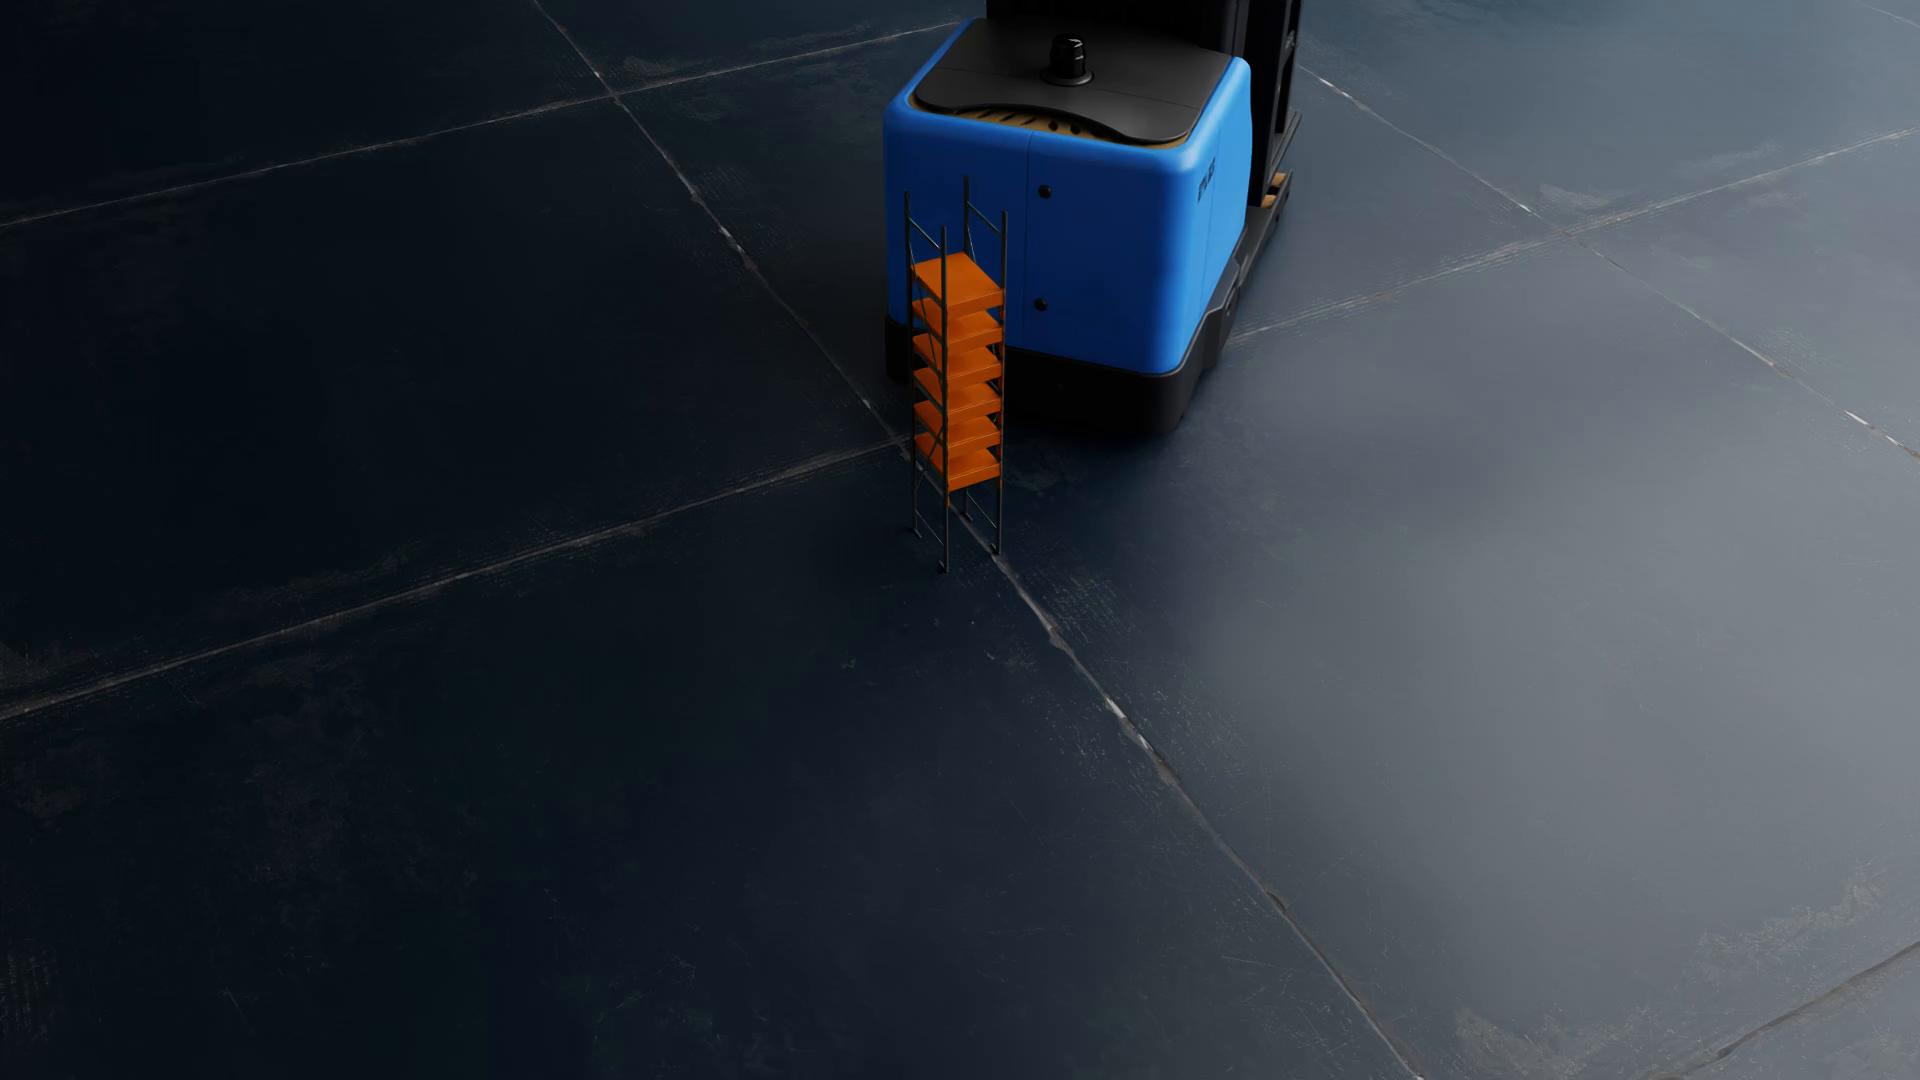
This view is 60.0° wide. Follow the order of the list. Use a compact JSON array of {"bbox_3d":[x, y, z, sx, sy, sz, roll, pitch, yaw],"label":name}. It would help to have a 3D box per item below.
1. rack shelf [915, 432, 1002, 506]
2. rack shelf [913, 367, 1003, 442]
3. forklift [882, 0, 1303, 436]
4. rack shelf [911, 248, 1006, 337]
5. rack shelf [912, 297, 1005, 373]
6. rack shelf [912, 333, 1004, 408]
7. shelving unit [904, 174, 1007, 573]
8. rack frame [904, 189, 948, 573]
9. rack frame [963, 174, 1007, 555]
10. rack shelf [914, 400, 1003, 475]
[{"bbox_3d":[-0.013,-0.237,5.041,0.180,0.103,0.258,-19,44,-21],"label":"rack shelf"},{"bbox_3d":[-0.013,-0.420,4.886,0.180,0.103,0.258,-19,44,-21],"label":"rack shelf"},{"bbox_3d":[0.721,-2.425,5.847,1.130,2.935,3.031,13,42,15],"label":"forklift"},{"bbox_3d":[-0.013,-0.695,4.653,0.180,0.103,0.258,-19,44,-21],"label":"rack shelf"},{"bbox_3d":[-0.013,-0.603,4.731,0.180,0.103,0.258,-19,44,-21],"label":"rack shelf"},{"bbox_3d":[-0.013,-0.511,4.808,0.180,0.103,0.258,-19,44,-21],"label":"rack shelf"},{"bbox_3d":[-0.013,-0.454,4.857,0.189,1.200,0.258,-19,44,-21],"label":"shelving unit"},{"bbox_3d":[-0.094,-0.426,4.825,0.006,1.200,0.240,-19,44,-21],"label":"rack frame"},{"bbox_3d":[0.068,-0.481,4.890,0.006,1.200,0.240,-19,44,-21],"label":"rack frame"},{"bbox_3d":[-0.013,-0.328,4.963,0.180,0.103,0.258,-19,44,-21],"label":"rack shelf"}]
